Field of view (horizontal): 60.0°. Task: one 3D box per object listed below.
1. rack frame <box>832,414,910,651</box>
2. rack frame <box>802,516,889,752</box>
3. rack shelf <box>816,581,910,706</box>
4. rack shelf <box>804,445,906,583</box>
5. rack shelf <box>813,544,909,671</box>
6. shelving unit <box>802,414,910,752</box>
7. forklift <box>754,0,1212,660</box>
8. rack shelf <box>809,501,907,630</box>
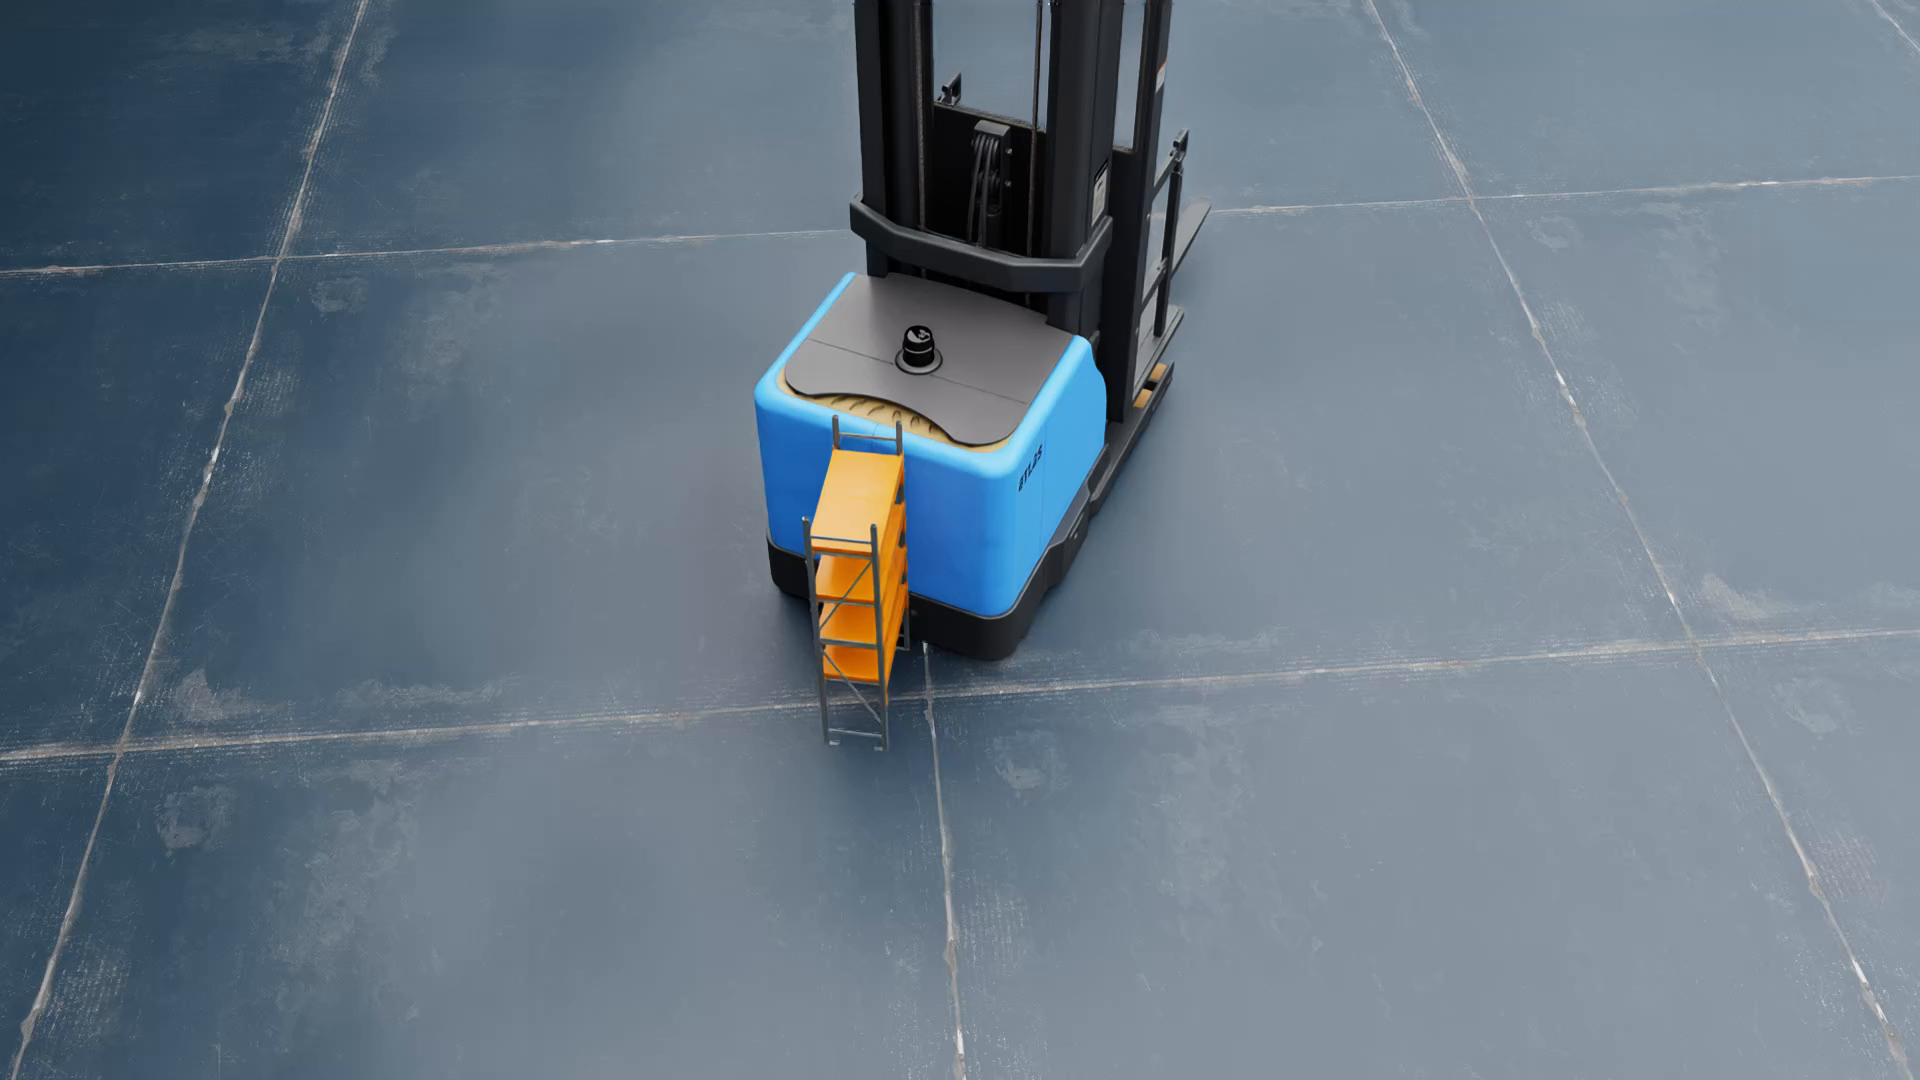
[{"bbox_3d":[-0.315,0.004,6.057,0.240,1.200,0.015,6,47,6],"label":"rack frame"},{"bbox_3d":[-0.383,0.354,5.724,0.240,1.200,0.015,6,47,6],"label":"rack frame"},{"bbox_3d":[-0.349,0.362,6.084,0.258,0.148,0.480,6,47,6],"label":"rack shelf"},{"bbox_3d":[-0.349,-0.091,5.605,0.258,0.148,0.480,6,47,6],"label":"rack shelf"},{"bbox_3d":[-0.349,0.225,5.939,0.258,0.148,0.480,6,47,6],"label":"rack shelf"},{"bbox_3d":[-0.349,0.179,5.891,0.258,1.200,0.503,6,47,6],"label":"shelving unit"},{"bbox_3d":[0.309,-1.634,6.415,1.130,2.935,3.031,18,49,16],"label":"forklift"},{"bbox_3d":[-0.349,0.071,5.777,0.258,0.148,0.480,6,47,6],"label":"rack shelf"}]
